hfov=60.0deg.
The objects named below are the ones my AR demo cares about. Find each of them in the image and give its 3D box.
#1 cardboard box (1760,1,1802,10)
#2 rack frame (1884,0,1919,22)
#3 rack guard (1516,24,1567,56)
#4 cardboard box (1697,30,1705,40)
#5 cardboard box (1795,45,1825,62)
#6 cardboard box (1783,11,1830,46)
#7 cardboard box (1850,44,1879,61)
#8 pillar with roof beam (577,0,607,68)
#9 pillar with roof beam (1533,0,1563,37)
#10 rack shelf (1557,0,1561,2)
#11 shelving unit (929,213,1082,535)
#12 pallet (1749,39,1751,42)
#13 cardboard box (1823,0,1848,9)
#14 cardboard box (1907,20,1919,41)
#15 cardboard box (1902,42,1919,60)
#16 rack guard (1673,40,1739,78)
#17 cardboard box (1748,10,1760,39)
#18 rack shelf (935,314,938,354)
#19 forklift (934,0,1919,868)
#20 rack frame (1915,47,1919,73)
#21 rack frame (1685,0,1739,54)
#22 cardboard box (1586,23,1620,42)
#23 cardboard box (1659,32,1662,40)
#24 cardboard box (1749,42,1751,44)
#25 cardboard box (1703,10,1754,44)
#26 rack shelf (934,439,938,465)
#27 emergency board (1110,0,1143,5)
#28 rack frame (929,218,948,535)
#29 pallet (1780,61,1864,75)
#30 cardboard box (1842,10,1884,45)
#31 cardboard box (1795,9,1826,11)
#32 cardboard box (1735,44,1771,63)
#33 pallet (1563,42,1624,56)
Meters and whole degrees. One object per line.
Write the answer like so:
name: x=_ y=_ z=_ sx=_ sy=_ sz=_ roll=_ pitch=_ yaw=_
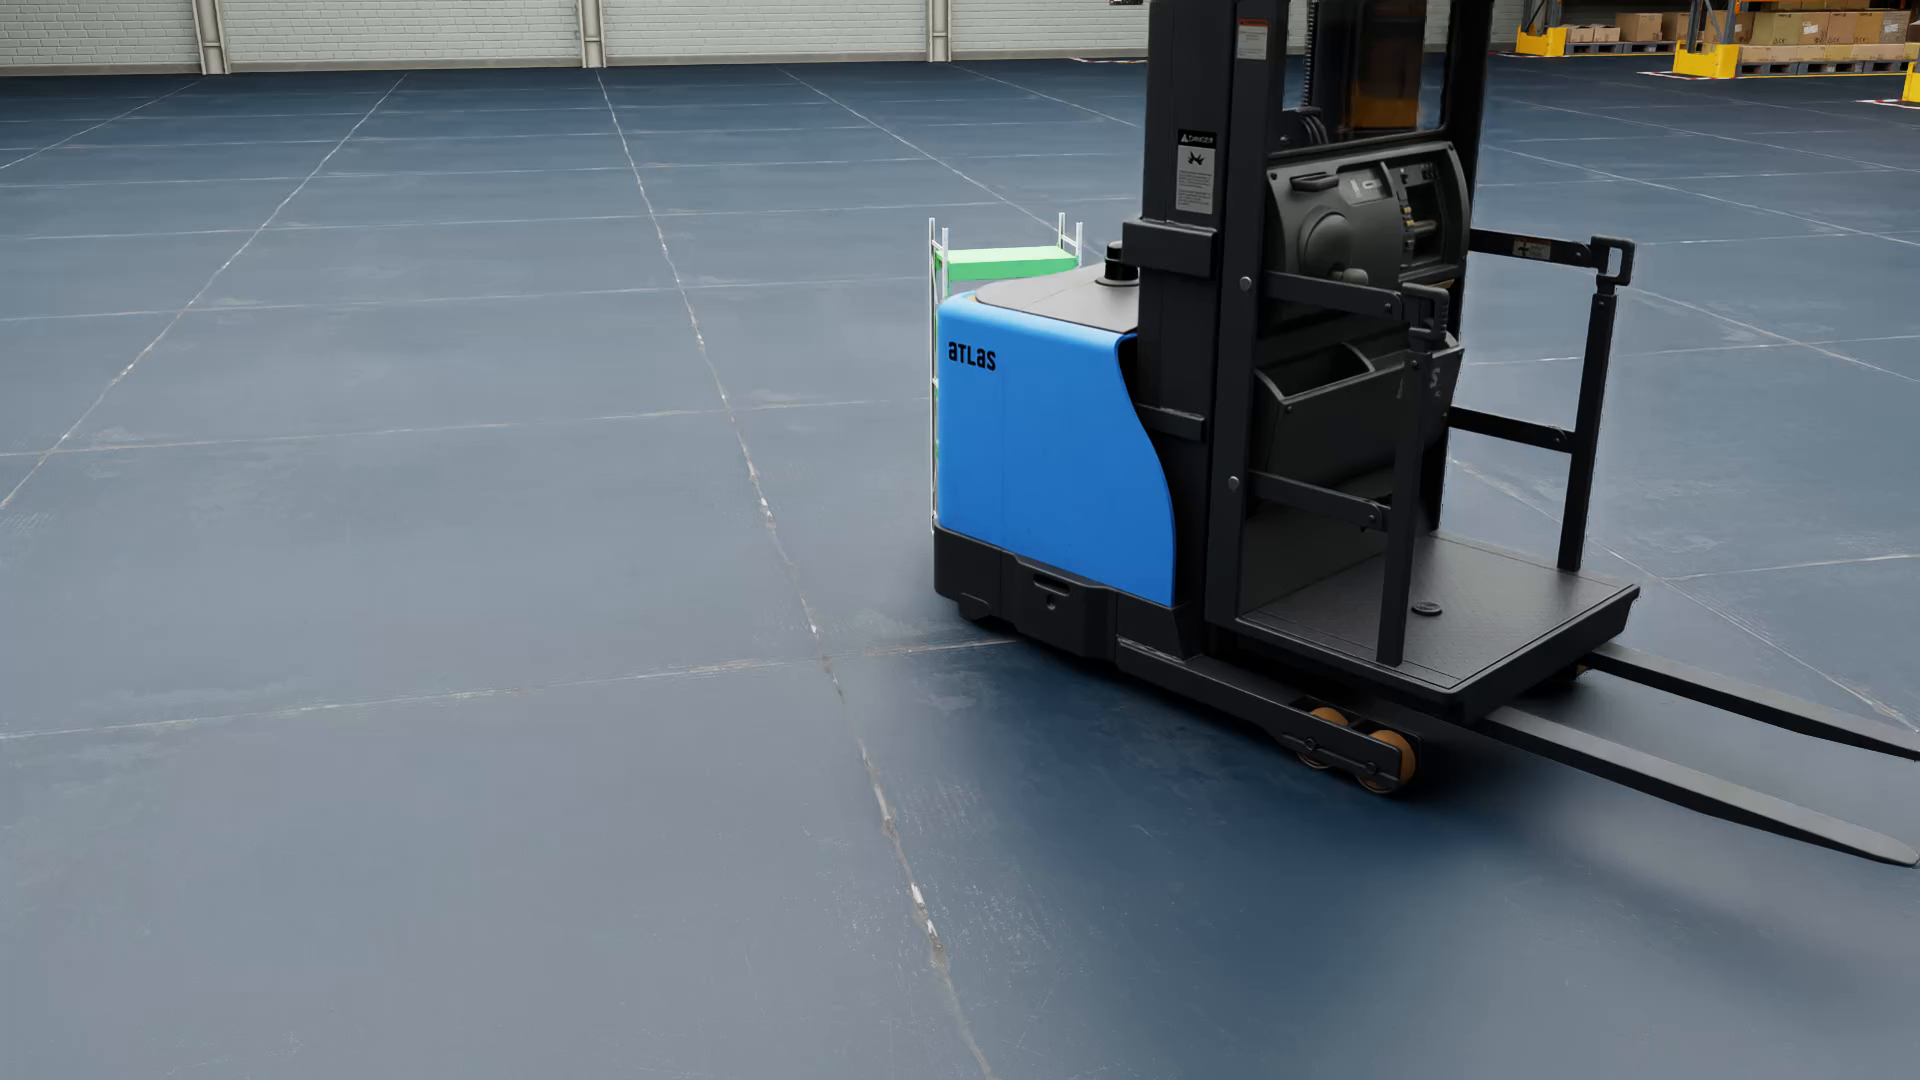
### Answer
cardboard box: x=15.846 y=-10.342 z=32.090 sx=0.500 sy=0.250 sz=0.500 roll=-5 pitch=21 yaw=-14
rack frame: x=18.599 y=-11.174 z=32.456 sx=0.127 sy=3.000 sz=1.000 roll=-5 pitch=21 yaw=-12
rack guard: x=10.887 y=-9.373 z=31.174 sx=0.348 sy=0.500 sz=1.175 roll=-5 pitch=21 yaw=-12
cardboard box: x=14.192 y=-9.681 z=31.861 sx=0.250 sy=0.166 sz=0.380 roll=-7 pitch=21 yaw=-20
cardboard box: x=13.502 y=-7.837 z=26.734 sx=0.500 sy=0.250 sz=0.500 roll=-5 pitch=21 yaw=-12
cardboard box: x=13.500 y=-8.193 z=26.616 sx=0.500 sy=0.500 sz=0.500 roll=-5 pitch=21 yaw=-12
cardboard box: x=14.476 y=-7.915 z=26.947 sx=0.500 sy=0.250 sz=0.500 roll=-5 pitch=21 yaw=-12
pillar with roof beam: x=-5.231 y=-10.837 z=22.815 sx=0.400 sy=9.000 sz=9.100 roll=-5 pitch=21 yaw=-12
pillar with roof beam: x=12.286 y=-12.261 z=26.704 sx=0.400 sy=9.000 sz=9.100 roll=-5 pitch=21 yaw=-12
rack shelf: x=12.760 y=-10.361 z=31.284 sx=4.000 sy=0.370 sz=1.077 roll=-5 pitch=21 yaw=-12
shelving unit: x=0.161 y=-0.576 z=6.144 sx=0.503 sy=1.200 sz=0.258 roll=-5 pitch=21 yaw=-12
pallet: x=15.463 y=-9.610 z=32.241 sx=1.213 sy=0.211 sz=1.003 roll=-5 pitch=21 yaw=-12
cardboard box: x=16.841 y=-10.418 z=32.297 sx=0.500 sy=0.250 sz=0.500 roll=-5 pitch=21 yaw=-13
cardboard box: x=16.178 y=-8.497 z=27.720 sx=0.500 sy=0.311 sz=0.500 roll=-5 pitch=21 yaw=-12
cardboard box: x=15.449 y=-7.995 z=27.167 sx=0.500 sy=0.250 sz=0.500 roll=-5 pitch=21 yaw=-12
rack guard: x=11.934 y=-7.707 z=26.627 sx=0.348 sy=0.500 sz=1.175 roll=-5 pitch=21 yaw=-12
cardboard box: x=15.418 y=-9.954 z=32.121 sx=0.500 sy=0.500 sz=0.700 roll=-4 pitch=20 yaw=-11
rack shelf: x=0.161 y=-0.742 z=6.083 sx=0.480 sy=0.148 sz=0.258 roll=-5 pitch=21 yaw=-12
forklift: x=1.299 y=-0.897 z=4.502 sx=1.130 sy=2.935 sz=3.031 roll=-18 pitch=27 yaw=-41
rack frame: x=13.093 y=-7.224 z=21.675 sx=0.127 sy=3.000 sz=1.000 roll=-5 pitch=21 yaw=-12
rack frame: x=11.957 y=-8.883 z=26.202 sx=0.127 sy=3.000 sz=1.000 roll=-5 pitch=21 yaw=-12
cardboard box: x=12.062 y=-9.554 z=31.305 sx=0.500 sy=0.311 sz=0.500 roll=-3 pitch=20 yaw=-8
cardboard box: x=13.145 y=-9.605 z=31.680 sx=0.250 sy=0.149 sz=0.380 roll=-6 pitch=21 yaw=-17
cardboard box: x=12.895 y=-7.974 z=27.108 sx=0.500 sy=0.250 sz=0.500 roll=-5 pitch=21 yaw=-12
cardboard box: x=12.410 y=-8.283 z=26.862 sx=0.500 sy=0.500 sz=0.500 roll=-5 pitch=21 yaw=-12
rack shelf: x=0.161 y=-0.291 z=6.249 sx=0.480 sy=0.148 sz=0.258 roll=-5 pitch=21 yaw=-12
emergency board: x=3.030 y=-10.233 z=29.889 sx=0.626 sy=1.169 sz=0.157 roll=-5 pitch=21 yaw=-12
rack frame: x=-0.076 y=-0.557 z=6.091 sx=0.015 sy=1.200 sz=0.240 roll=-5 pitch=21 yaw=-12
pallet: x=13.876 y=-7.743 z=27.145 sx=1.213 sy=0.211 sz=1.003 roll=-5 pitch=21 yaw=-12
cardboard box: x=14.474 y=-8.271 z=26.829 sx=0.500 sy=0.500 sz=0.500 roll=-5 pitch=21 yaw=-12
cardboard box: x=13.867 y=-8.406 z=27.198 sx=0.500 sy=0.500 sz=0.500 roll=-5 pitch=21 yaw=-12
cardboard box: x=12.530 y=-7.757 z=26.515 sx=0.500 sy=0.250 sz=0.500 roll=-5 pitch=21 yaw=-12
pallet: x=11.686 y=-9.289 z=31.367 sx=1.213 sy=0.211 sz=1.003 roll=-5 pitch=21 yaw=-12
